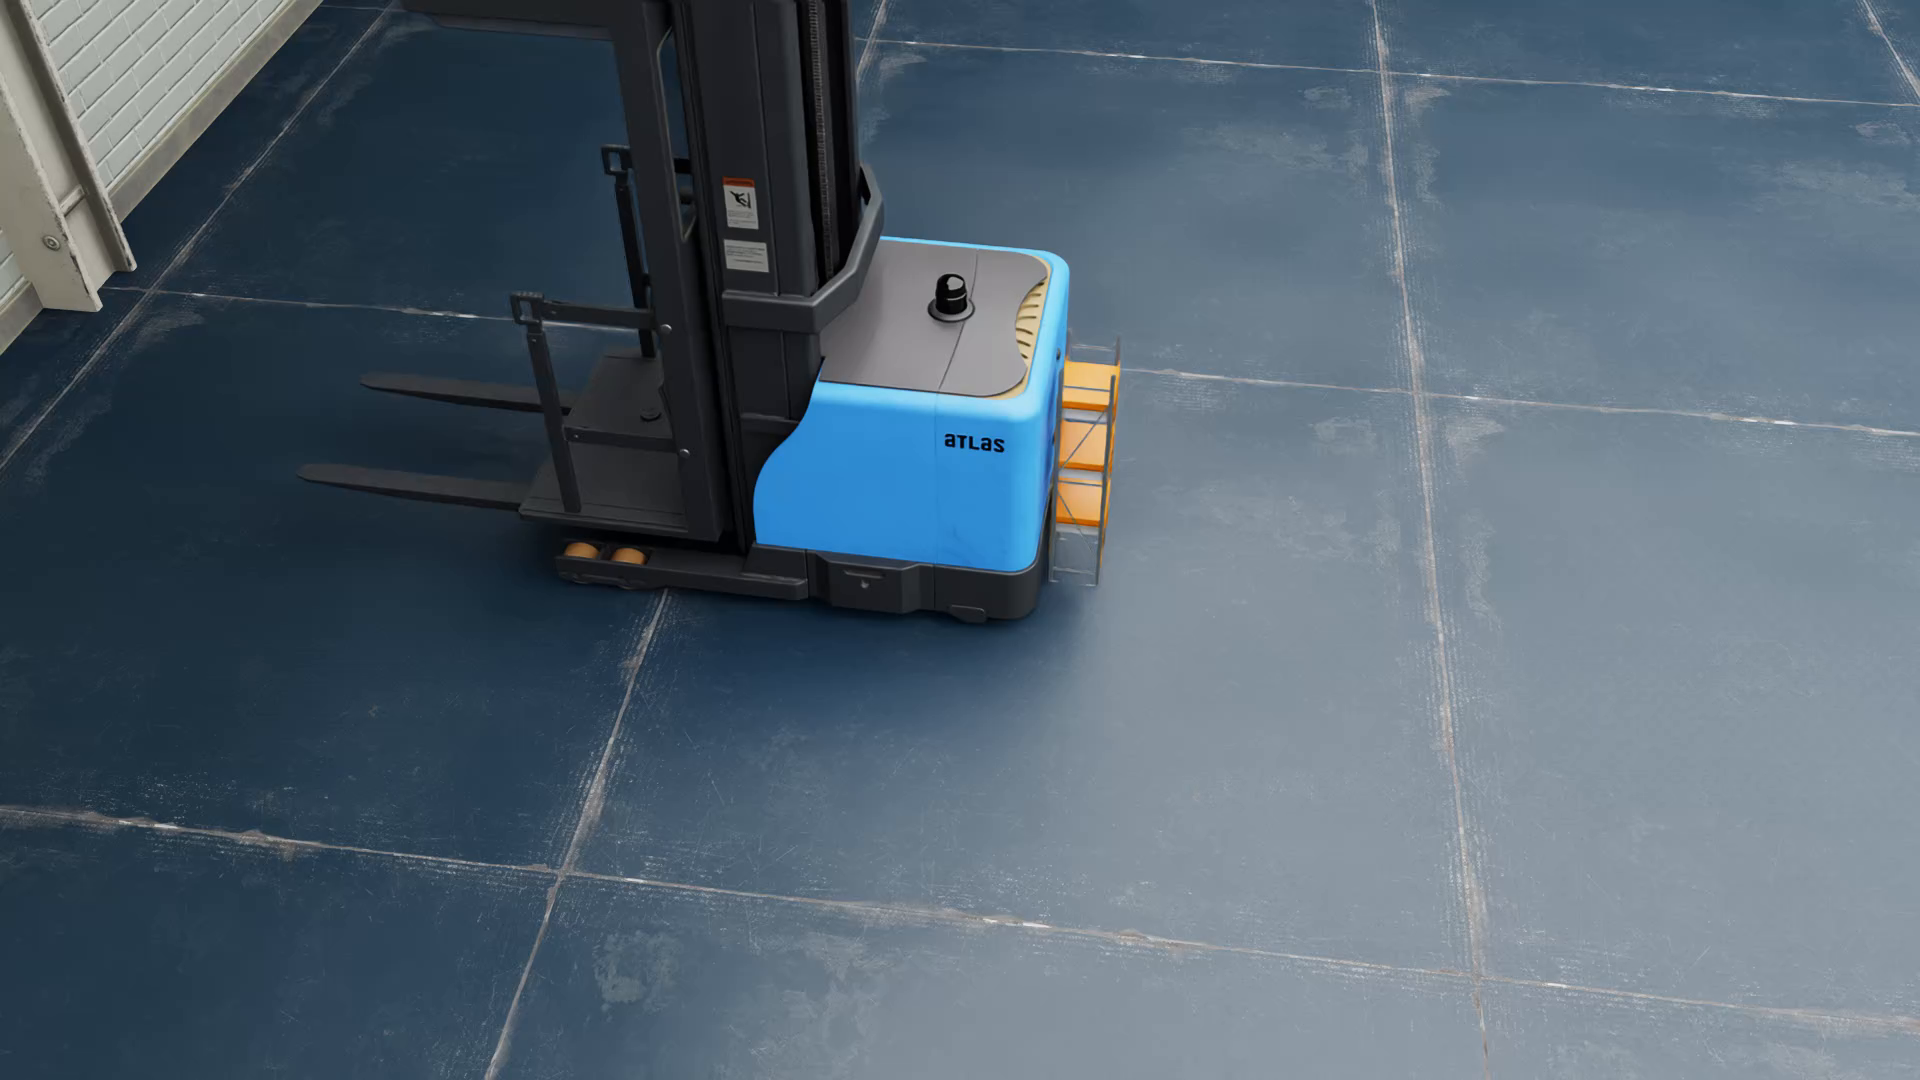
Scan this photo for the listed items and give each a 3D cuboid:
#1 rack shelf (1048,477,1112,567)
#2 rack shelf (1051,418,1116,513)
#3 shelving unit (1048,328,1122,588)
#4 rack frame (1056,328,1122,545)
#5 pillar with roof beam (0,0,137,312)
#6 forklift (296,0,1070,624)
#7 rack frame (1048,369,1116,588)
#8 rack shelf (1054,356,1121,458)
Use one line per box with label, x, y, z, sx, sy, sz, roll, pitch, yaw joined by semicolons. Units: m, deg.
rack shelf;0.468;-0.081;6.491;0.215;0.259;0.240;6;44;7
rack shelf;0.468;-0.283;6.300;0.215;0.259;0.240;6;44;7
shelving unit;0.468;-0.290;6.293;0.215;1.050;0.252;6;44;7
rack frame;0.488;-0.373;6.380;0.200;1.050;0.008;6;44;7
pillar with roof beam;0.046;-4.107;4.543;9.100;9.000;0.400;5;44;6
forklift;-1.133;-1.222;5.909;3.031;2.935;1.130;6;44;7
rack frame;0.448;-0.208;6.206;0.200;1.050;0.008;6;44;7
rack shelf;0.468;-0.489;6.105;0.215;0.259;0.240;6;44;7
